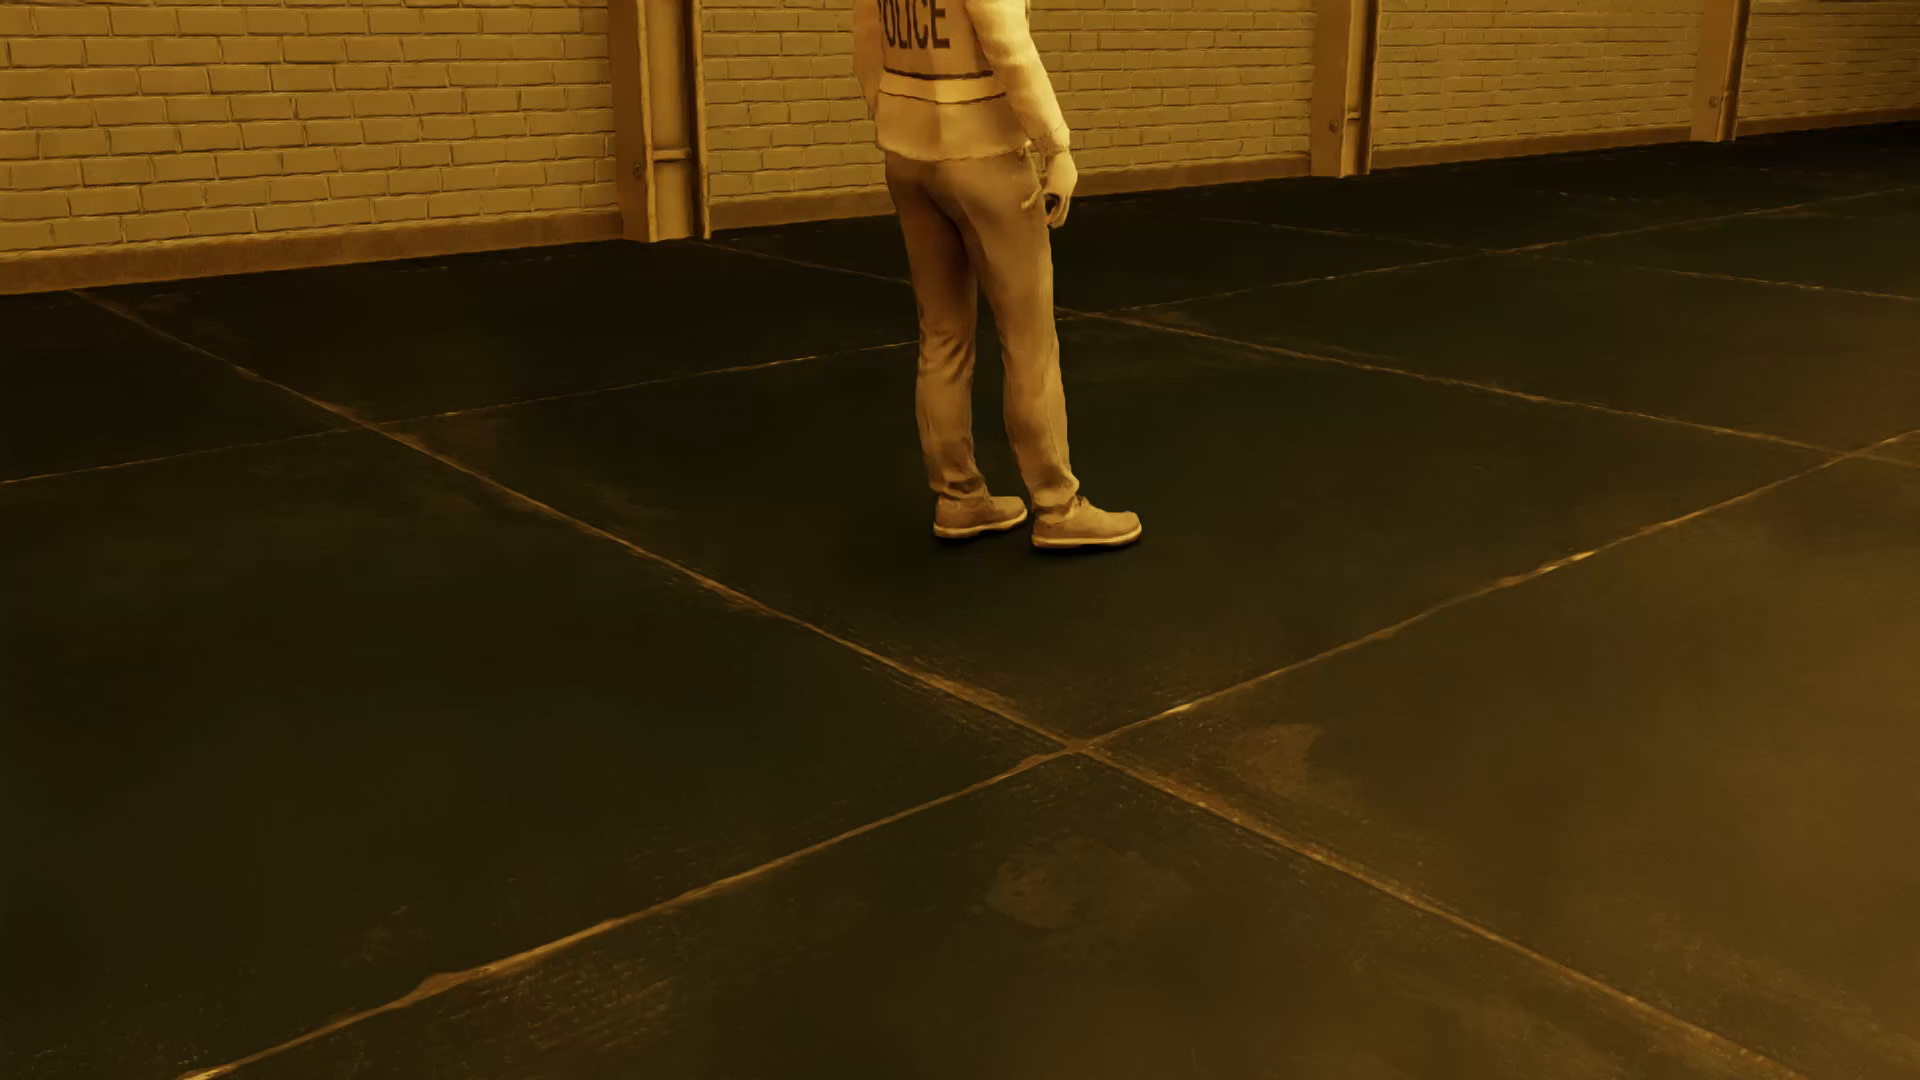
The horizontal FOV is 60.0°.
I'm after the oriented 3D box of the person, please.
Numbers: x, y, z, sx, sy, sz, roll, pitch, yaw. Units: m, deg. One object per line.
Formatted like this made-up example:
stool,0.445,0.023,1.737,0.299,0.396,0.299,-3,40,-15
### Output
person,0.056,-0.827,3.630,0.532,1.695,0.586,-14,22,-38
